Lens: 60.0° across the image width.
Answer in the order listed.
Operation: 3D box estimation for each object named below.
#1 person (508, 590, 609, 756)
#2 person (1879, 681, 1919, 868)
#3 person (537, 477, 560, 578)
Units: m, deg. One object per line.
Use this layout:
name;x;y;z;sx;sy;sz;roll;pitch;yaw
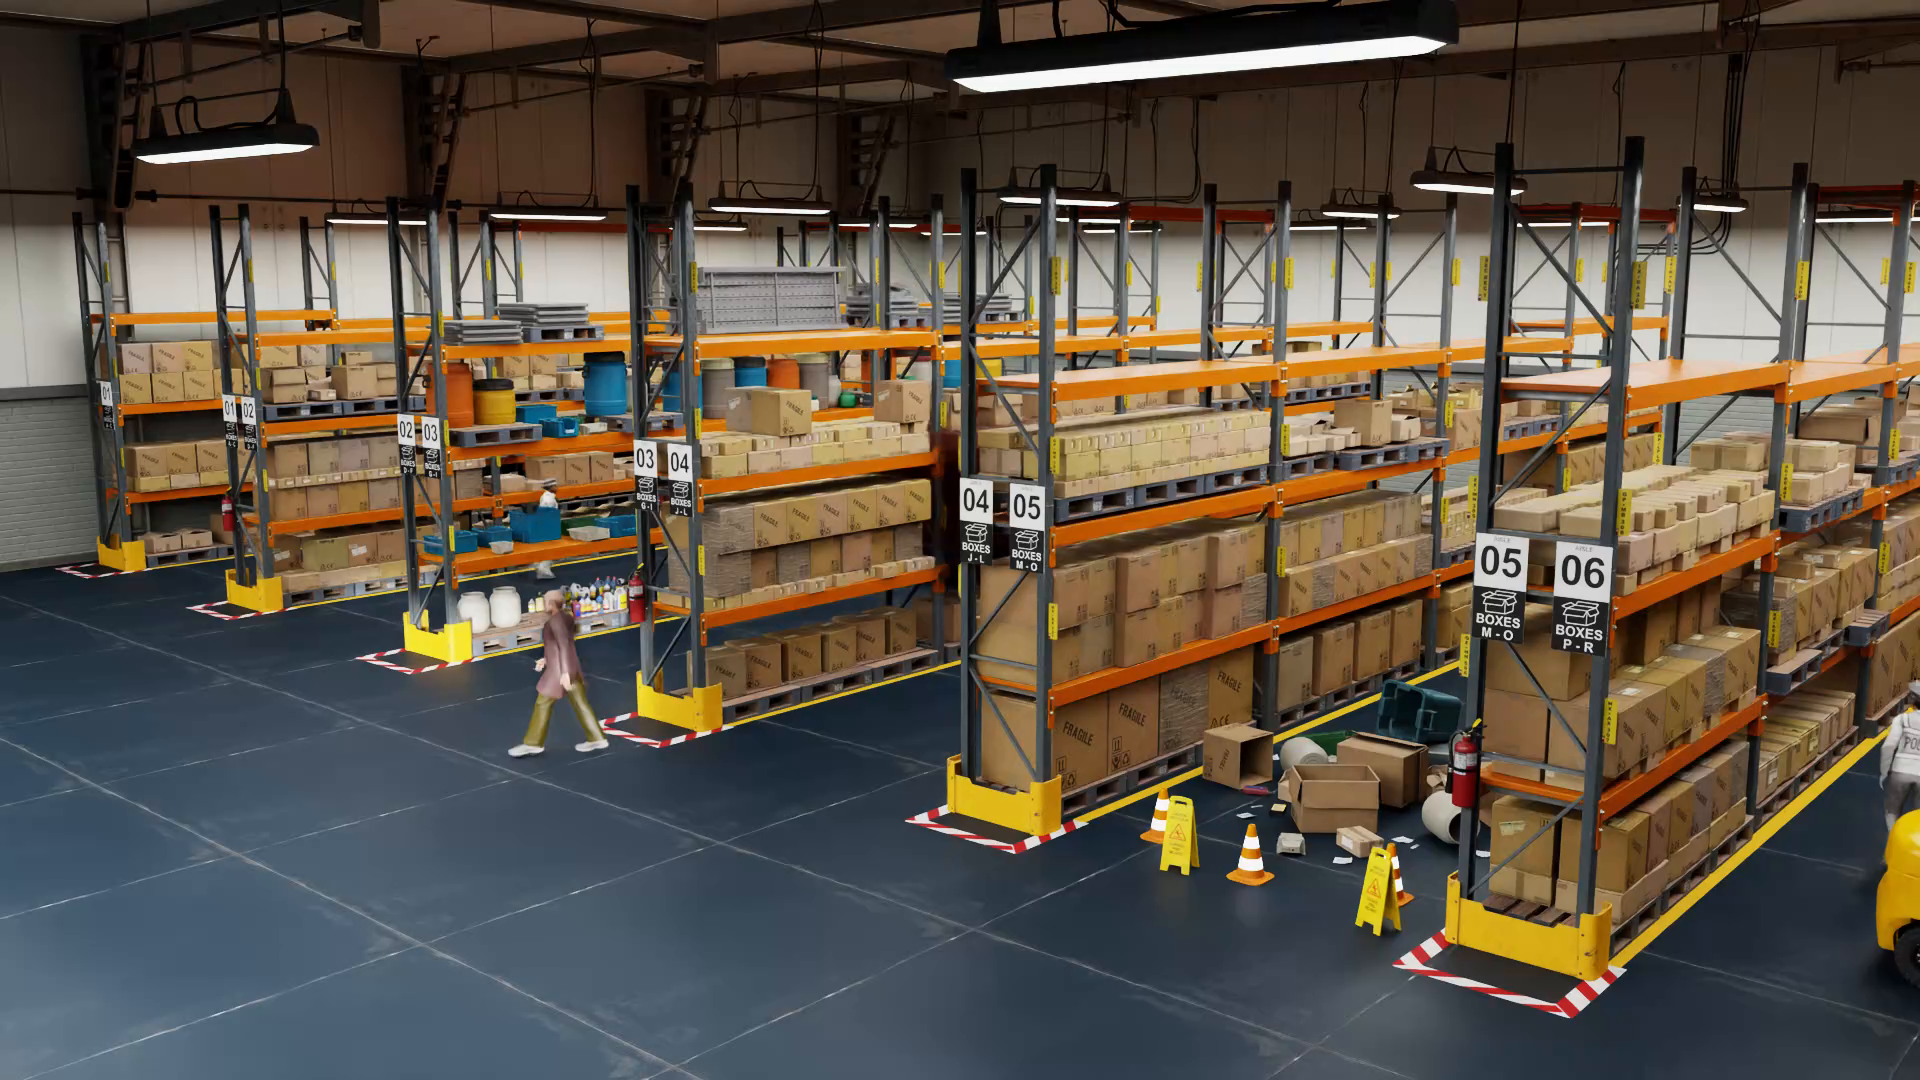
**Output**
person;-4.245;1.395;17.568;1.020;1.741;0.695;2;10;10
person;8.153;2.052;14.212;0.534;1.592;0.710;6;11;30
person;-6.772;-0.195;27.364;0.458;1.662;0.498;-6;11;-34
